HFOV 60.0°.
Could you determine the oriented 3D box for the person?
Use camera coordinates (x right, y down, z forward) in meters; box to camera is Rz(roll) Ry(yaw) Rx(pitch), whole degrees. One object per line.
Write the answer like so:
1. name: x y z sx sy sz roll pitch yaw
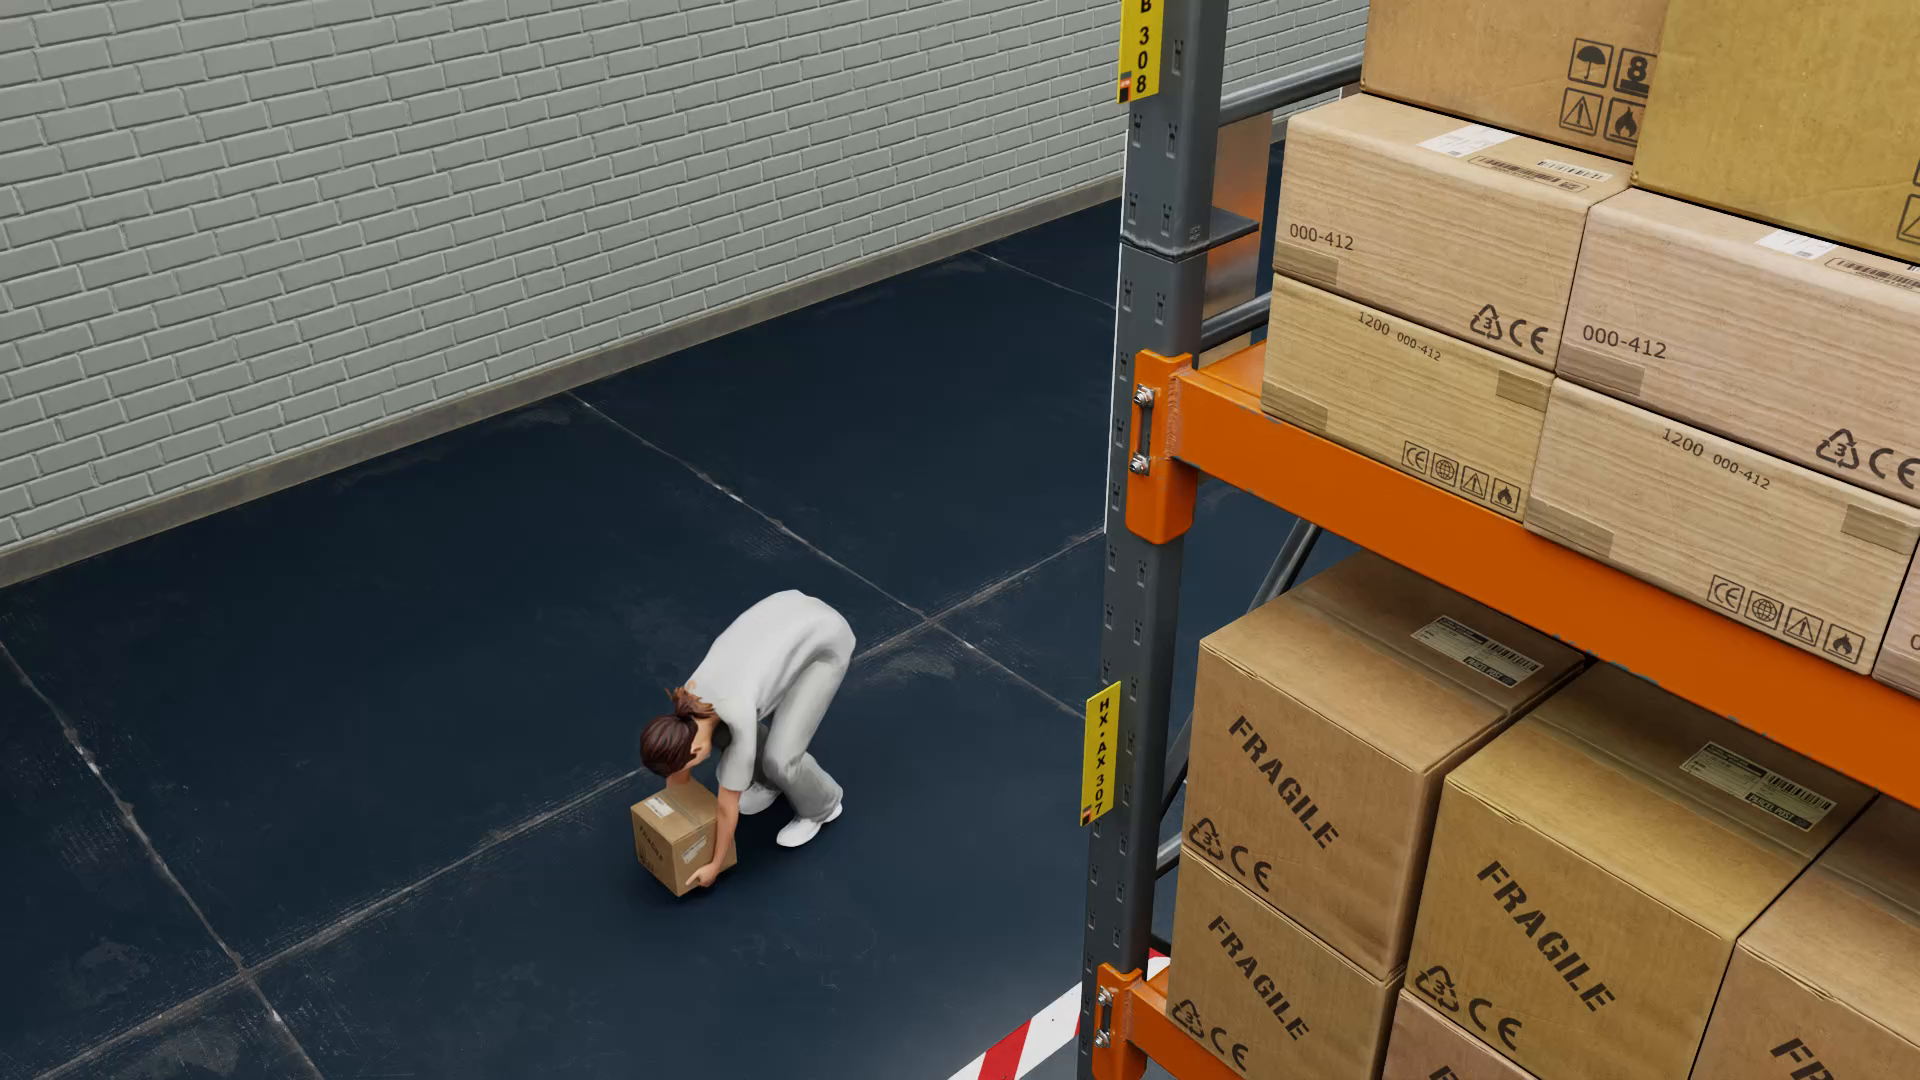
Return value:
1. person: -0.733 0.686 5.785 0.472 0.880 0.849 27 41 37
